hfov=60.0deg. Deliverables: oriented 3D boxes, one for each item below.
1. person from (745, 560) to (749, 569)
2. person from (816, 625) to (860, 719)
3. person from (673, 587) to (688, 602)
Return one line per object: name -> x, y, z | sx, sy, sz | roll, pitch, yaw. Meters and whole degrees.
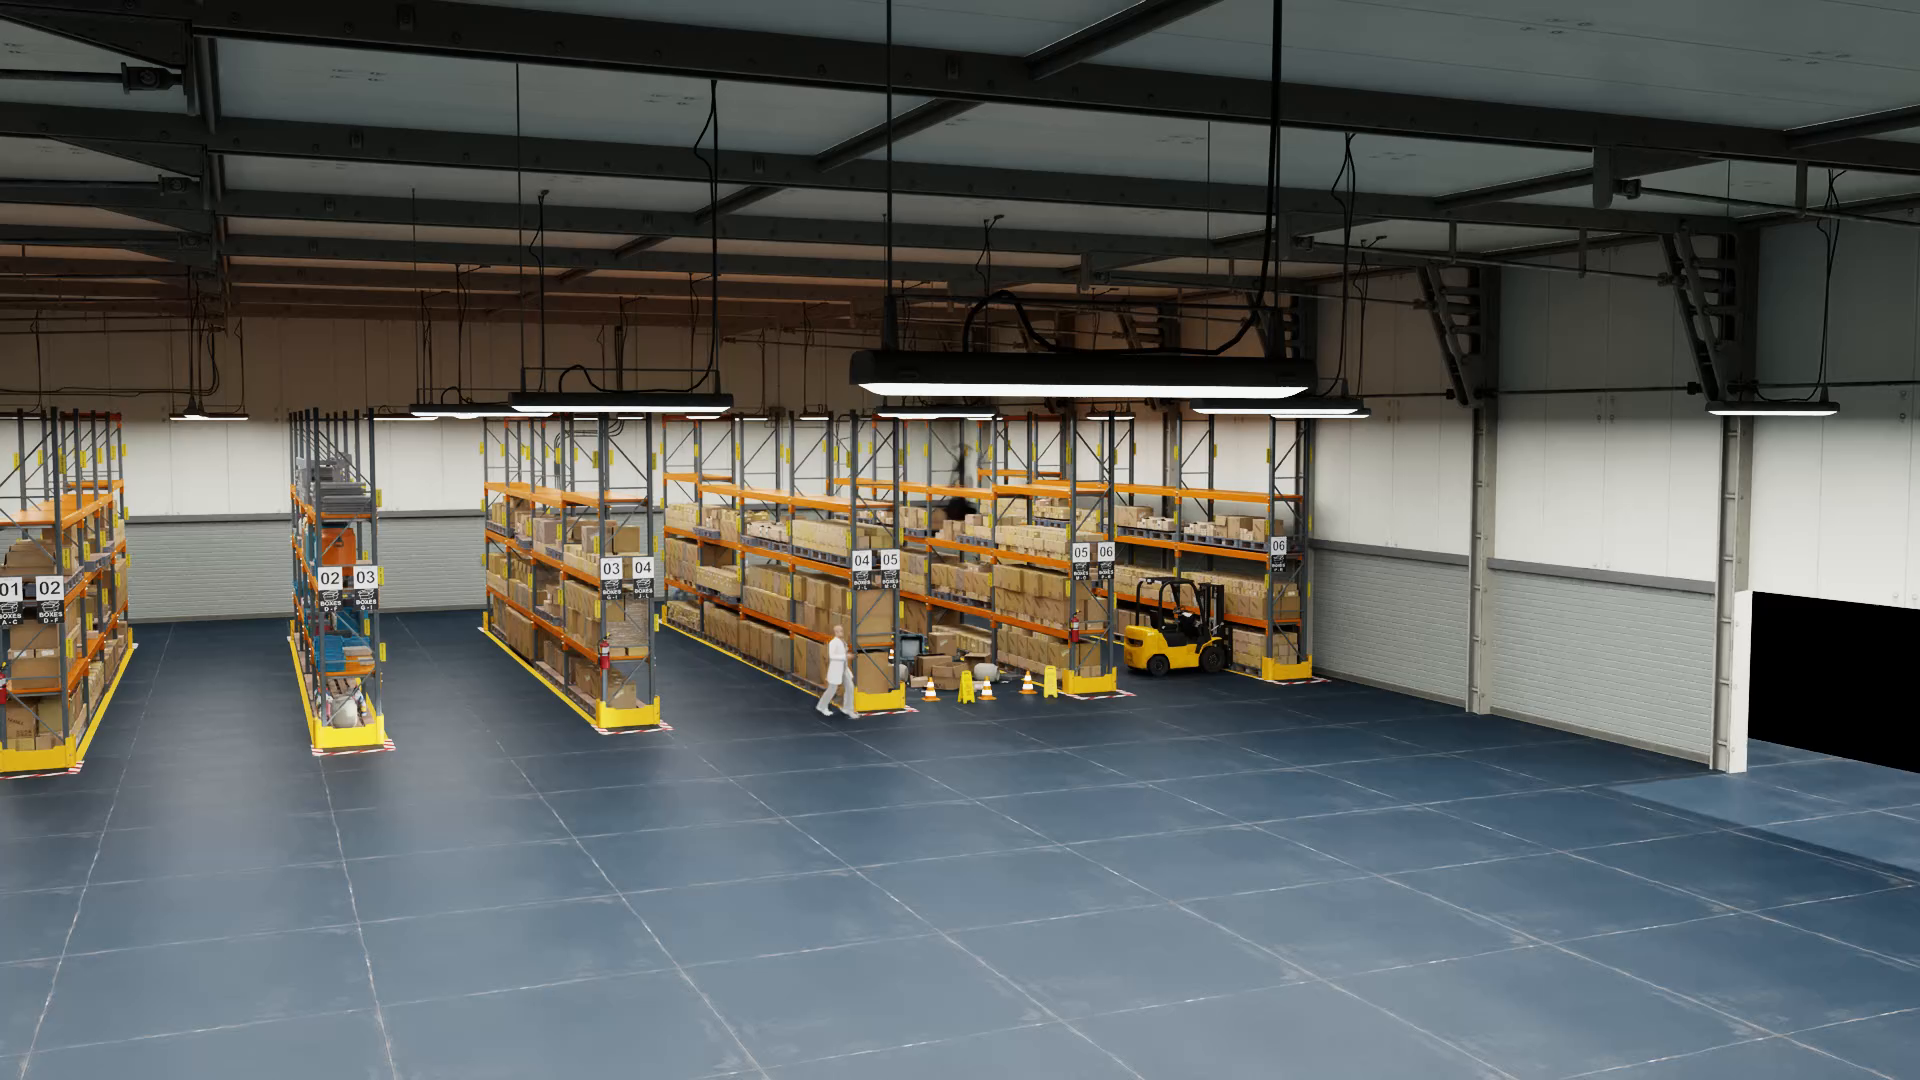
person -> -6.143, 1.493, 48.353 | 0.673, 1.832, 0.841 | -3, 5, -40
person -> -2.402, 2.566, 32.276 | 0.882, 1.834, 0.689 | 2, 5, 28
person -> -8.374, 1.379, 49.754 | 0.697, 1.792, 0.782 | 2, 5, 32
